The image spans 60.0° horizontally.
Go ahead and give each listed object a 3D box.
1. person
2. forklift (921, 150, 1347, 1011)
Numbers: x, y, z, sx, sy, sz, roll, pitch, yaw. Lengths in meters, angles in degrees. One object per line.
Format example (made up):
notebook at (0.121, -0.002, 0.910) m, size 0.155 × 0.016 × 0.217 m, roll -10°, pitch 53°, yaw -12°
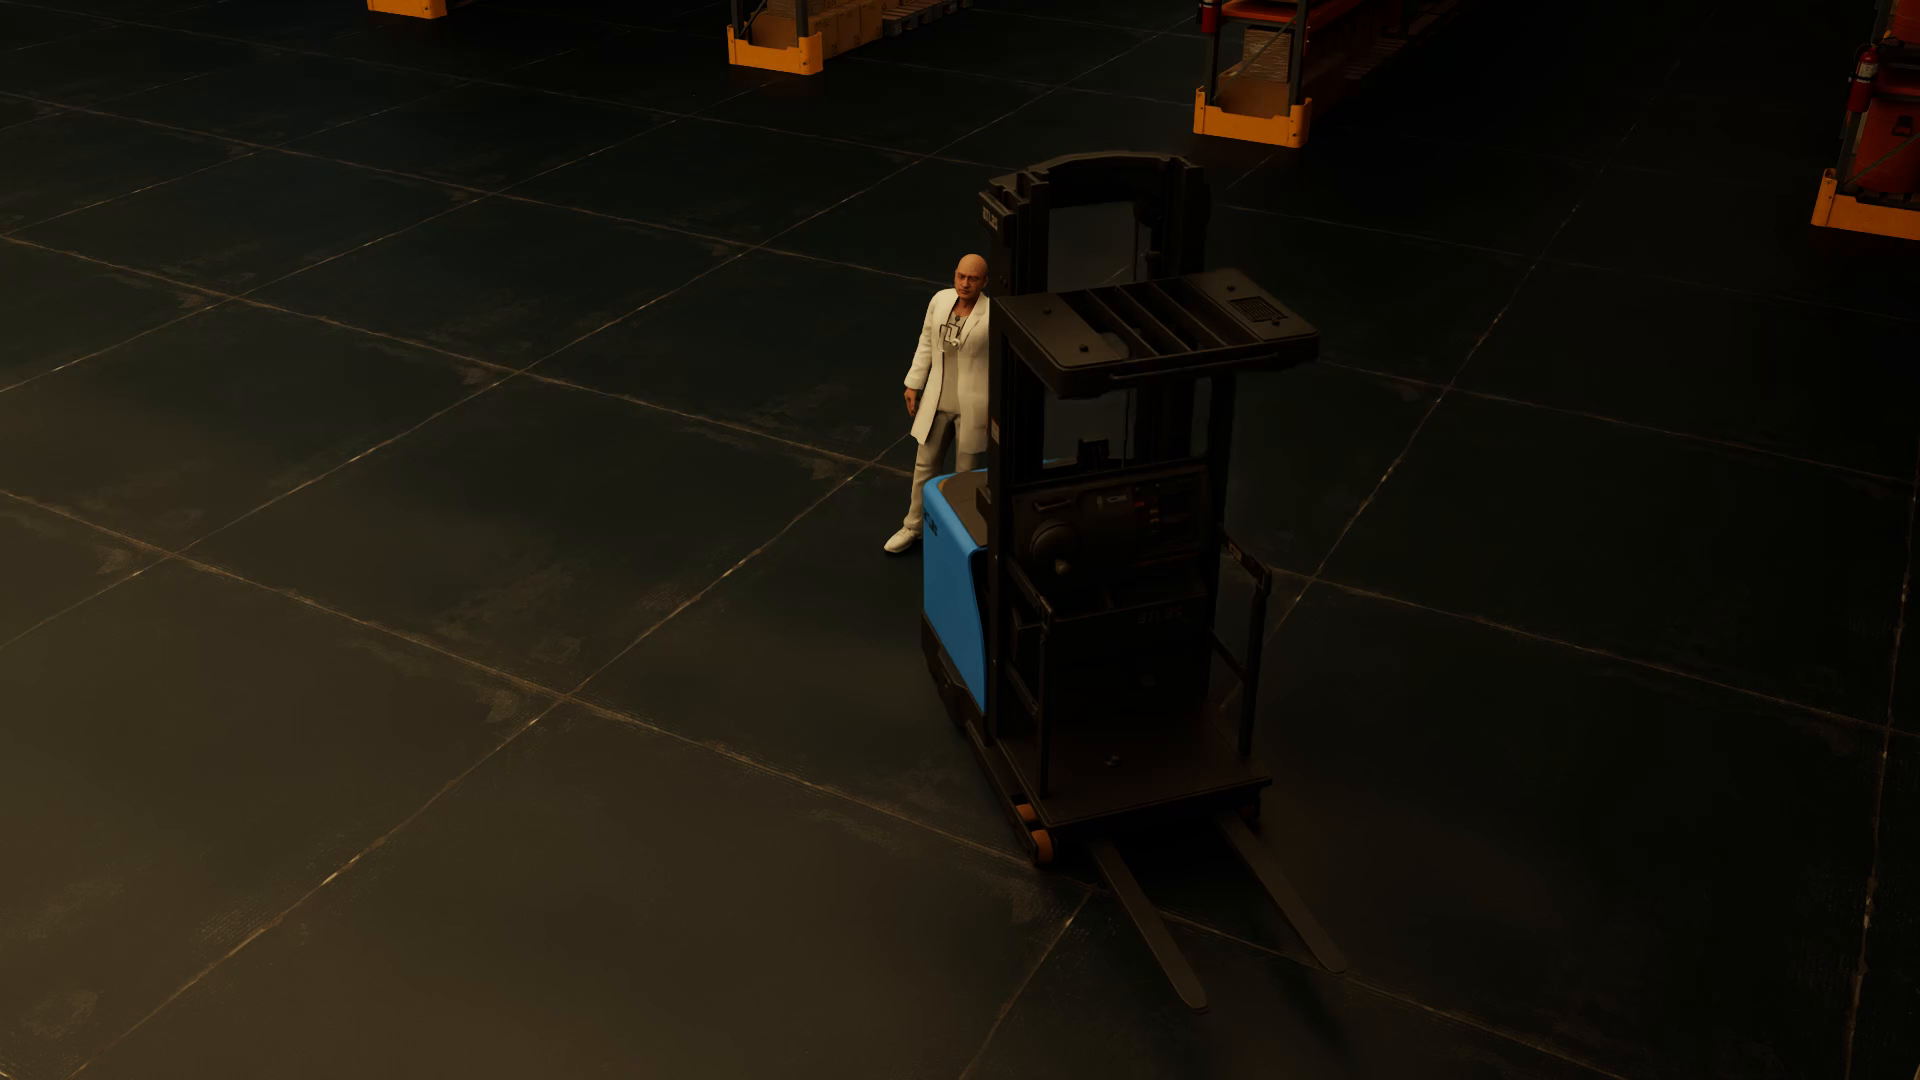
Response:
person at (-0.048, -0.737, 9.488) m, size 0.695 × 1.776 × 0.580 m, roll 15°, pitch 33°, yaw 25°
forklift at (0.743, -0.033, 7.129) m, size 1.130 × 2.935 × 3.031 m, roll -9°, pitch 31°, yaw -16°
